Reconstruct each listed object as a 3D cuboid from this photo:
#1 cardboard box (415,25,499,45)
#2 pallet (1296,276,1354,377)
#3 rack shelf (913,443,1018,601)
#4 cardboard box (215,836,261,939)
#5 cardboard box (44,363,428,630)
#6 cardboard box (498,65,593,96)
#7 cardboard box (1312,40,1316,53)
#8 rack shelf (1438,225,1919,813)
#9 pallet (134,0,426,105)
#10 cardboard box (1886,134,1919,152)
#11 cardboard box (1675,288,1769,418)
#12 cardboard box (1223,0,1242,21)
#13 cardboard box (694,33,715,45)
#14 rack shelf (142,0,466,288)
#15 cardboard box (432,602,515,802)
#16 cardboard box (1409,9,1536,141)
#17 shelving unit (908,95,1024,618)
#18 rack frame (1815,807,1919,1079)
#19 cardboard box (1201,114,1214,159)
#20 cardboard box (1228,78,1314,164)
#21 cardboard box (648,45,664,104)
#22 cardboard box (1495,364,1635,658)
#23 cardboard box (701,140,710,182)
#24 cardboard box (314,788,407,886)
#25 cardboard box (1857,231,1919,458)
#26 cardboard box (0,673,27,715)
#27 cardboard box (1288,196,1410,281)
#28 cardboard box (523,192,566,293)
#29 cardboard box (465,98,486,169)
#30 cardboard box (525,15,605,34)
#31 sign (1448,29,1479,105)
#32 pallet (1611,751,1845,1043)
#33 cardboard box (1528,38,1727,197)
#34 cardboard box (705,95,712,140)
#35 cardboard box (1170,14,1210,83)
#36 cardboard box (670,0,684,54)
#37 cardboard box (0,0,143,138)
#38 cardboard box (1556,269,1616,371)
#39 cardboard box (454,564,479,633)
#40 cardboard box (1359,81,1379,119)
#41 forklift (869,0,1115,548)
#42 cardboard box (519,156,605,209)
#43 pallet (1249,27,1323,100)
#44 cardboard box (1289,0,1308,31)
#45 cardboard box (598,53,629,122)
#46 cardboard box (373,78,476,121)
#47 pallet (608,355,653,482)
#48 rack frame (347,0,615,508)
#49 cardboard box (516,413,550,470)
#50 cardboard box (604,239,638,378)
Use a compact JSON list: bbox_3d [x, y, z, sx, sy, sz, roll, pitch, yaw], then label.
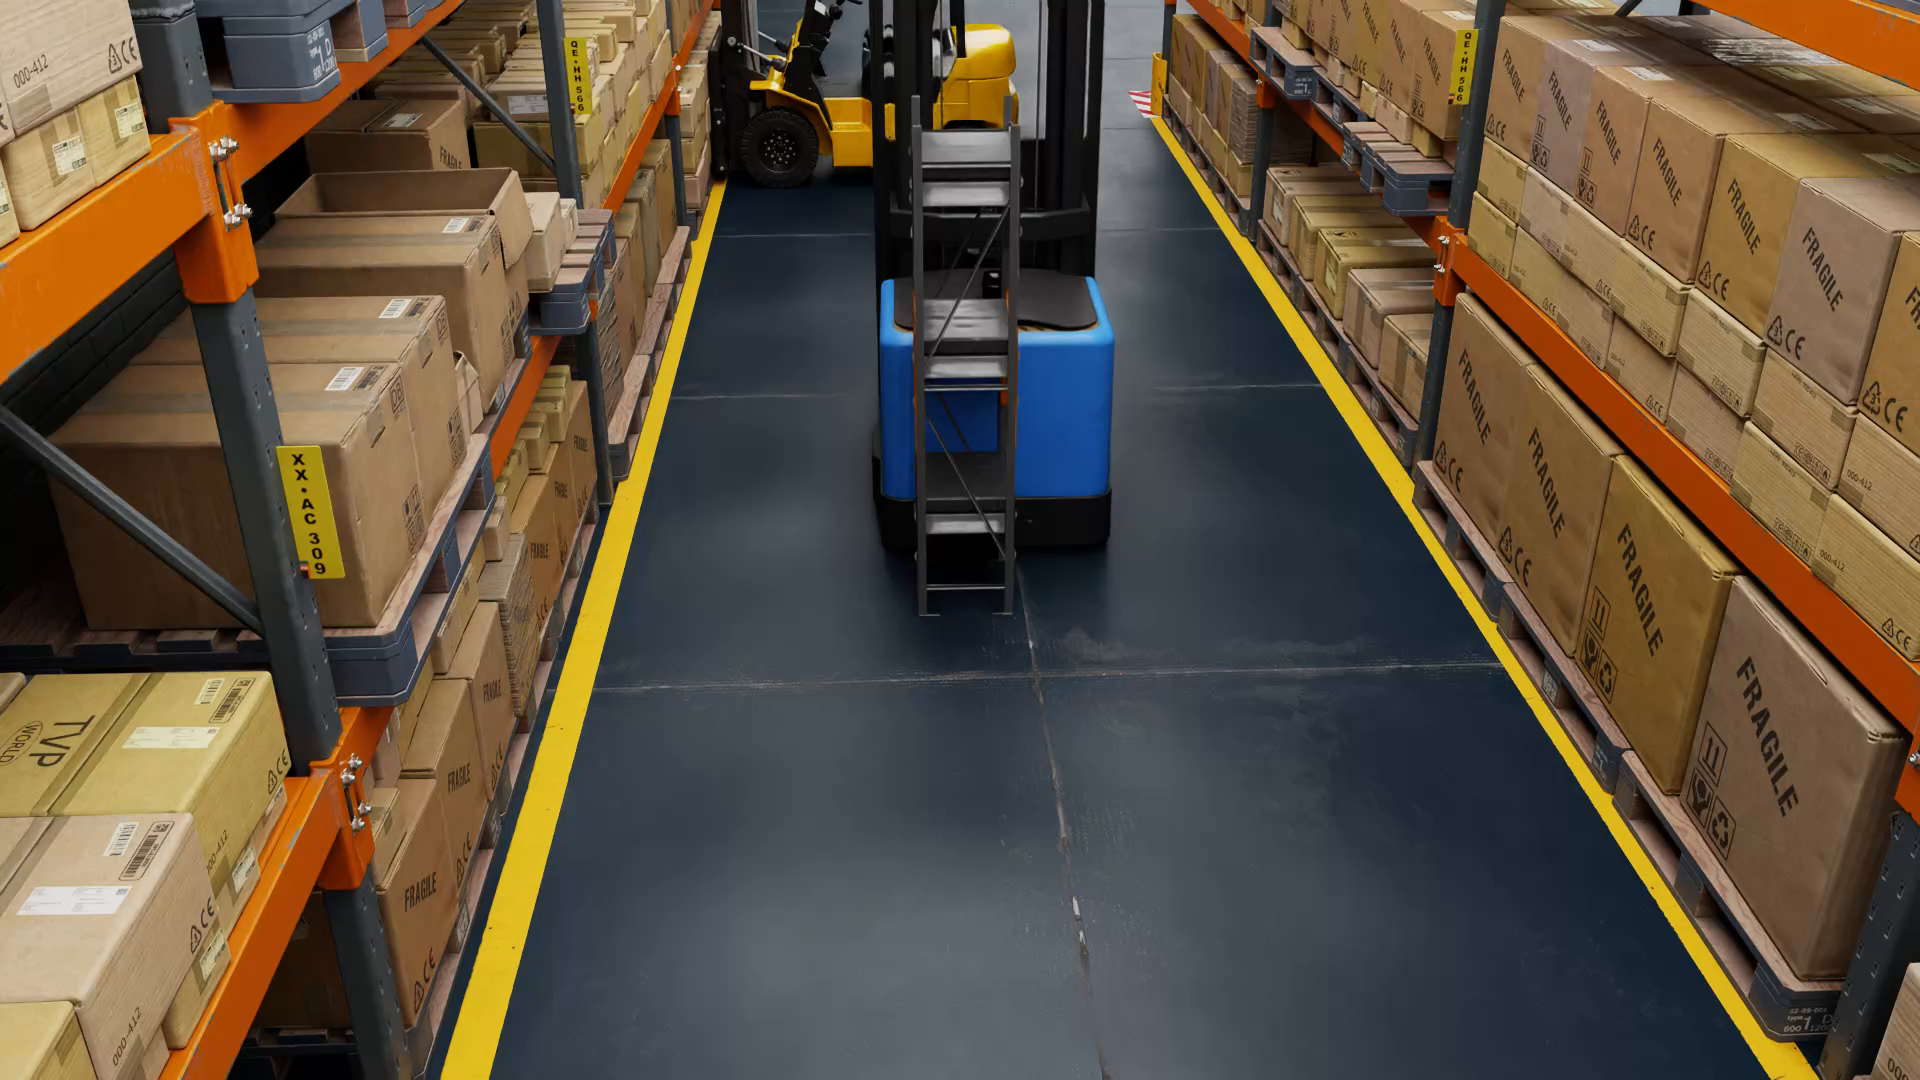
[{"bbox_3d":[-2.603,-2.569,8.623,0.380,0.149,0.250,-2,28,-3],"label":"cardboard box"},{"bbox_3d":[2.666,-1.313,10.040,1.003,0.211,1.213,-1,28,-3],"label":"pallet"},{"bbox_3d":[0.016,-0.084,7.183,0.431,0.518,0.480,-1,28,-2],"label":"rack shelf"},{"bbox_3d":[-1.678,0.714,3.408,0.380,0.149,0.250,-1,28,-1],"label":"cardboard box"},{"bbox_3d":[-1.784,-0.117,4.169,0.700,0.500,0.500,-1,28,-1],"label":"cardboard box"},{"bbox_3d":[-1.929,-2.115,7.751,0.380,0.149,0.250,-1,28,-2],"label":"cardboard box"},{"bbox_3d":[2.366,-3.041,10.155,0.380,0.149,0.250,0,28,1],"label":"cardboard box"},{"bbox_3d":[2.870,-0.384,6.021,1.077,0.370,4.000,-1,28,-3],"label":"rack shelf"},{"bbox_3d":[-1.946,-1.207,3.781,1.213,0.211,1.003,-1,28,-3],"label":"pallet"},{"bbox_3d":[3.161,-0.943,5.126,0.500,0.500,0.500,-2,28,-4],"label":"cardboard box"},{"bbox_3d":[2.642,-0.602,5.282,0.500,0.250,0.500,-1,28,-1],"label":"cardboard box"},{"bbox_3d":[2.180,-3.973,12.395,0.380,0.149,0.250,-2,28,-3],"label":"cardboard box"},{"bbox_3d":[-2.204,-3.936,13.492,0.500,0.250,0.500,-1,28,-2],"label":"cardboard box"},{"bbox_3d":[-2.086,-1.593,5.094,1.077,0.370,4.000,-1,28,-3],"label":"rack shelf"},{"bbox_3d":[-1.842,0.559,5.683,0.500,0.500,0.500,-2,28,-4],"label":"cardboard box"},{"bbox_3d":[2.465,-2.192,7.826,0.500,0.500,0.500,-2,28,-4],"label":"cardboard box"},{"bbox_3d":[0.016,-0.716,6.853,0.431,2.100,0.503,-1,28,-2],"label":"shelving unit"},{"bbox_3d":[2.975,0.220,4.084,1.000,3.000,0.127,-1,28,-3],"label":"rack frame"},{"bbox_3d":[2.198,-3.188,13.138,0.500,0.250,0.500,-1,28,-2],"label":"cardboard box"},{"bbox_3d":[2.258,-3.040,12.044,0.500,0.500,0.500,-2,28,-3],"label":"cardboard box"},{"bbox_3d":[-2.080,-2.827,10.090,0.500,0.250,0.500,-2,28,-3],"label":"cardboard box"},{"bbox_3d":[2.761,-0.138,6.614,0.875,0.875,0.875,-1,28,-2],"label":"cardboard box"},{"bbox_3d":[-2.136,-2.785,12.365,0.500,0.250,0.500,-2,28,-4],"label":"cardboard box"},{"bbox_3d":[-1.735,0.804,4.511,0.380,0.149,0.250,0,28,0],"label":"cardboard box"},{"bbox_3d":[2.701,-0.467,4.213,0.500,0.500,0.500,-1,28,-1],"label":"cardboard box"},{"bbox_3d":[-2.226,0.512,3.365,0.500,0.250,0.500,-2,28,-3],"label":"cardboard box"},{"bbox_3d":[2.628,-1.921,10.577,0.950,0.372,0.625,0,28,1],"label":"cardboard box"},{"bbox_3d":[-1.812,-1.145,6.411,0.500,0.250,0.500,-3,28,-5],"label":"cardboard box"},{"bbox_3d":[-2.492,-1.861,7.696,0.500,0.250,0.500,-1,28,-2],"label":"cardboard box"},{"bbox_3d":[-2.101,-2.705,8.883,0.380,0.149,0.250,-1,28,-3],"label":"cardboard box"},{"bbox_3d":[2.224,-2.088,7.343,0.100,0.325,0.005,-1,28,-3],"label":"sign"},{"bbox_3d":[2.859,1.102,5.408,1.003,0.211,1.213,-1,28,-3],"label":"pallet"},{"bbox_3d":[2.583,-1.652,6.484,0.500,0.500,0.500,-1,28,-2],"label":"cardboard box"},{"bbox_3d":[-2.160,-3.237,12.691,0.500,0.250,0.500,-2,28,-3],"label":"cardboard box"},{"bbox_3d":[2.116,-4.231,14.326,0.500,0.500,0.500,-2,28,-4],"label":"cardboard box"},{"bbox_3d":[-2.162,-3.608,11.316,0.500,0.500,0.500,-2,28,-4],"label":"cardboard box"},{"bbox_3d":[-1.707,-0.837,2.707,0.500,0.250,0.500,-1,28,-2],"label":"cardboard box"},{"bbox_3d":[2.606,-0.849,6.297,0.500,0.250,0.500,0,28,-1],"label":"cardboard box"},{"bbox_3d":[-1.866,0.203,5.665,0.380,0.149,0.250,0,28,-1],"label":"cardboard box"},{"bbox_3d":[2.336,-2.328,8.787,0.380,0.149,0.250,-1,28,-2],"label":"cardboard box"},{"bbox_3d":[0.114,-1.907,8.237,1.130,2.935,3.031,-1,28,-2],"label":"forklift"},{"bbox_3d":[-1.970,-1.650,7.831,0.500,0.250,0.500,-1,28,-2],"label":"cardboard box"},{"bbox_3d":[2.452,-3.033,10.528,1.003,0.211,1.213,-1,28,-3],"label":"pallet"},{"bbox_3d":[2.322,-3.382,10.106,0.500,0.500,0.500,-1,28,-2],"label":"cardboard box"},{"bbox_3d":[-2.004,-2.345,8.623,0.500,0.250,0.500,-2,28,-4],"label":"cardboard box"},{"bbox_3d":[-2.410,-1.982,7.498,0.380,0.149,0.250,-1,28,-1],"label":"cardboard box"},{"bbox_3d":[-2.195,-0.650,8.768,1.003,0.211,1.213,-1,28,-3],"label":"pallet"},{"bbox_3d":[-2.191,-1.505,7.392,1.000,3.000,0.127,-1,28,-3],"label":"rack frame"},{"bbox_3d":[-1.897,-0.401,6.822,0.380,0.149,0.250,-2,28,-4],"label":"cardboard box"},{"bbox_3d":[-2.252,-1.228,8.975,0.875,0.625,0.625,-1,28,-1],"label":"cardboard box"}]
